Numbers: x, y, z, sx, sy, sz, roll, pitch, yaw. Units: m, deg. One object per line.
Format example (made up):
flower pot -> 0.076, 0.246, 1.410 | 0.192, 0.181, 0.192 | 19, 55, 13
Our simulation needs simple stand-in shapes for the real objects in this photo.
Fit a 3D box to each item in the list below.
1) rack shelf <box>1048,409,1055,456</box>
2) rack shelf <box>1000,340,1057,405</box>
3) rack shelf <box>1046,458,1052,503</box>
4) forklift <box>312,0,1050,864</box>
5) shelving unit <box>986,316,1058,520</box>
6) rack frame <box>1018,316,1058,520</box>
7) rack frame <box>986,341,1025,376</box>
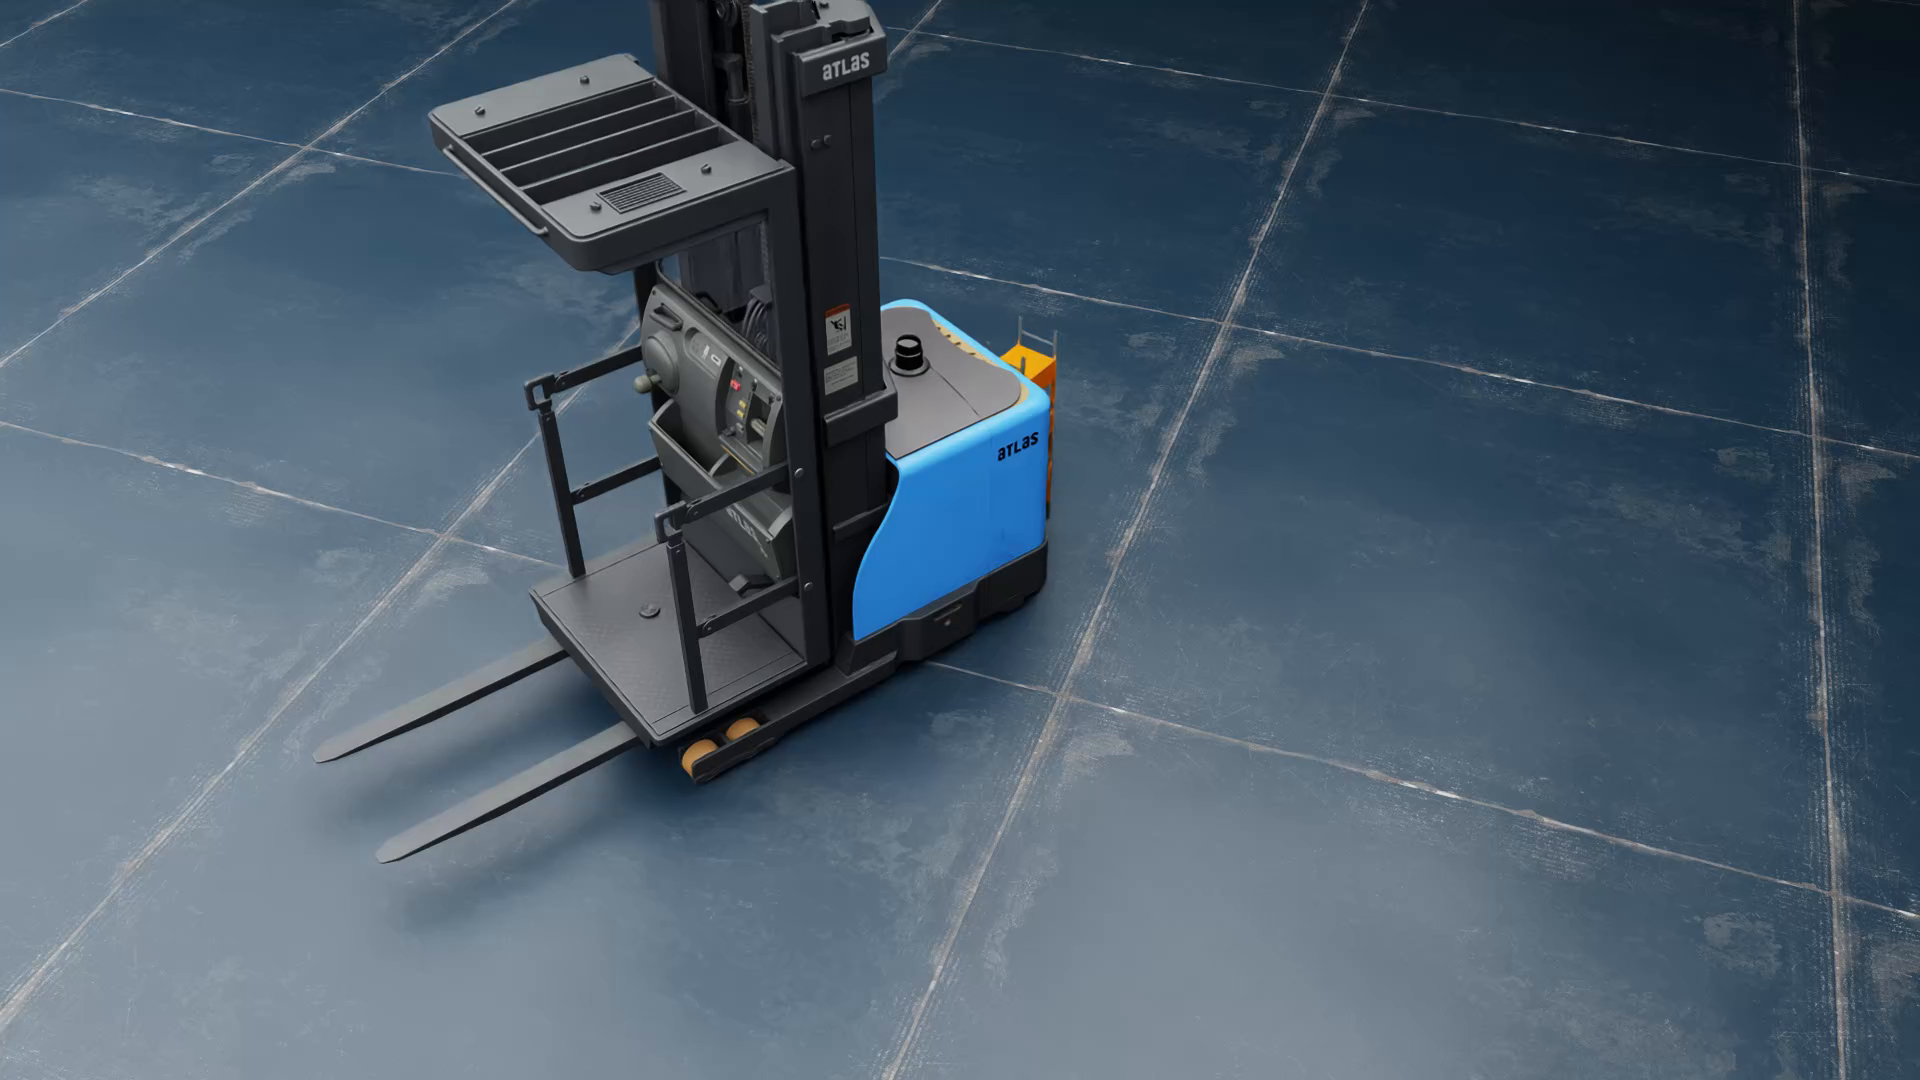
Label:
rack shelf -> 0.266, -0.462, 7.452 | 0.215, 0.259, 0.240 | 26, 47, 27
rack shelf -> 0.266, -0.678, 7.268 | 0.215, 0.259, 0.240 | 26, 47, 27
rack shelf -> 0.266, -0.250, 7.633 | 0.215, 0.259, 0.240 | 26, 47, 27
forklift -> -1.093, -0.550, 6.090 | 3.031, 2.935, 1.130 | -27, 47, -28
shelving unit -> 0.266, -0.470, 7.445 | 0.215, 1.050, 0.252 | 26, 47, 27
rack frame -> 0.338, -0.533, 7.520 | 0.200, 1.050, 0.008 | 26, 47, 27
rack frame -> 0.193, -0.406, 7.371 | 0.200, 1.050, 0.008 | 26, 47, 27
